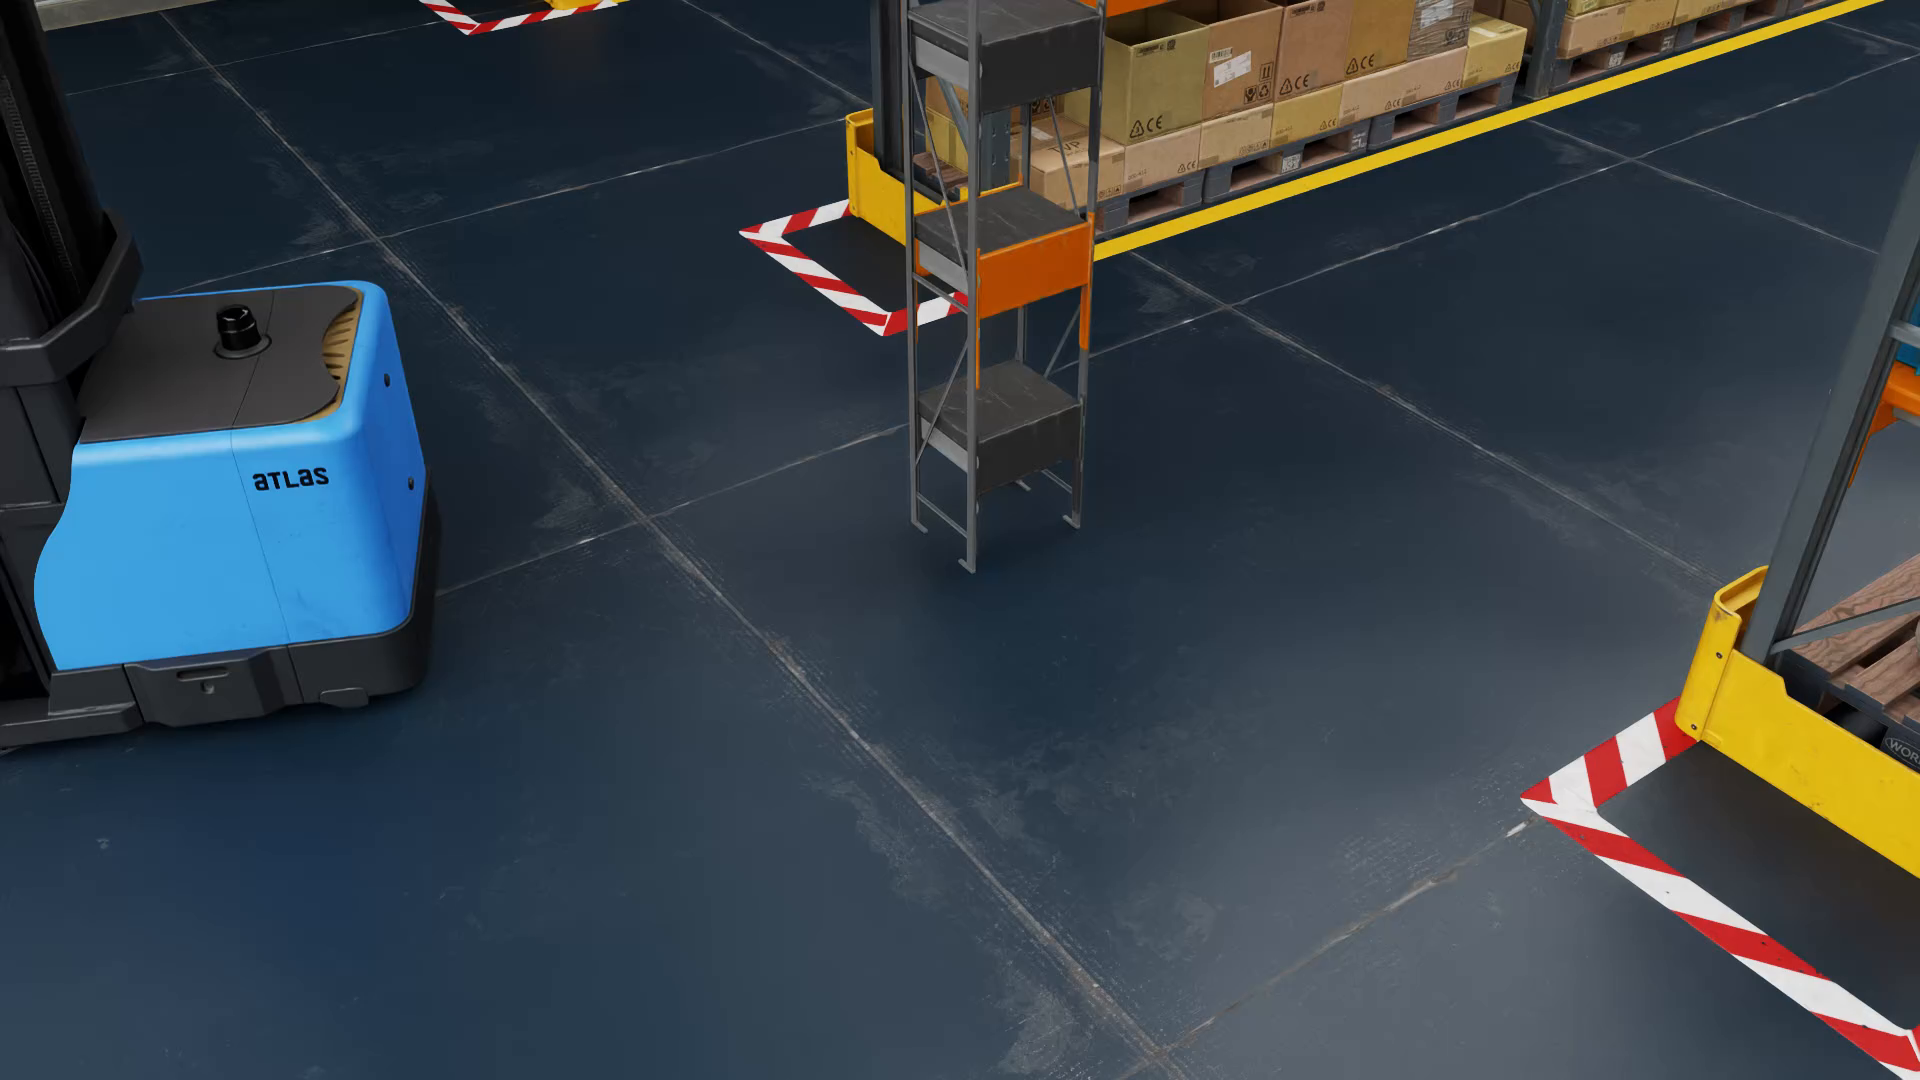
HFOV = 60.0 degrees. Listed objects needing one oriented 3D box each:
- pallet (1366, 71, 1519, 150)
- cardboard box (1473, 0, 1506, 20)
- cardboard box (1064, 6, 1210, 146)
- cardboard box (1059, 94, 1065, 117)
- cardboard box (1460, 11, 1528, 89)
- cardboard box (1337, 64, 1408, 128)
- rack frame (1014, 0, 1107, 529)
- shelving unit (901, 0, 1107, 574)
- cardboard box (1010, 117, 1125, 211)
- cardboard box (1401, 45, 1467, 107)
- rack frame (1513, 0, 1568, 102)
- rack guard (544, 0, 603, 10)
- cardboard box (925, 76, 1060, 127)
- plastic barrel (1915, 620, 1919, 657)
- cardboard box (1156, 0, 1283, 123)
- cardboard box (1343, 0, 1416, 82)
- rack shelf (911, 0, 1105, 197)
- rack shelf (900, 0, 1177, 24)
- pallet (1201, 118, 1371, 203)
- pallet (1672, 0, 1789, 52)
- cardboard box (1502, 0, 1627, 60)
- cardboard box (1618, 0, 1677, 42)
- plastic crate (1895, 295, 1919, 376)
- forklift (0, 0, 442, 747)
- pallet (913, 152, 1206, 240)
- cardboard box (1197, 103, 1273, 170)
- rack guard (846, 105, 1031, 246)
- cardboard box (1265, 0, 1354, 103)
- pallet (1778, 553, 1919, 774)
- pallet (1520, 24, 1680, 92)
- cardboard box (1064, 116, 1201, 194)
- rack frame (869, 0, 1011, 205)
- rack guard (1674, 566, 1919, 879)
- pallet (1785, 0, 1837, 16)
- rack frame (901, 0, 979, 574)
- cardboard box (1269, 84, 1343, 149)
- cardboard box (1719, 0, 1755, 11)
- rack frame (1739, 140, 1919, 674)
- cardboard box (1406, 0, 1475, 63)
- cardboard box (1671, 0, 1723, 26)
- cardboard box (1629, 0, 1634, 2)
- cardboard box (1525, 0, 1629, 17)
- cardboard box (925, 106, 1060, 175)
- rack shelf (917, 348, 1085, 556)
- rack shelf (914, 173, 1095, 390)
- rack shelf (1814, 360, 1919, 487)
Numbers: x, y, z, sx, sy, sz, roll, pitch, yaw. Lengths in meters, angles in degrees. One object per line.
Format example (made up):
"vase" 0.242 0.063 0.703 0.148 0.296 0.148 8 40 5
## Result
"pallet" 2.493 -2.693 9.813 1.213 0.211 1.003 -22 41 -28
"cardboard box" 3.339 -3.404 10.409 0.500 0.250 0.500 -23 42 -28
"cardboard box" 0.871 -2.329 8.272 0.500 0.500 0.500 -22 41 -28
"cardboard box" 0.567 -2.276 8.841 0.500 0.250 0.500 -22 41 -28
"cardboard box" 2.914 -2.866 9.661 0.500 0.250 0.500 -22 41 -28
"cardboard box" 2.099 -2.527 9.190 0.500 0.250 0.500 -22 41 -28
"rack frame" 0.335 -0.990 5.828 0.015 2.100 0.400 -22 41 -28
"shelving unit" 0.135 -0.908 5.714 0.503 2.100 0.431 -22 41 -28
"cardboard box" 0.464 -1.855 8.256 0.500 0.250 0.500 -22 41 -28
"cardboard box" 2.499 -2.702 9.434 0.500 0.250 0.500 -22 41 -28
"rack frame" 3.167 -4.072 9.343 0.127 3.000 1.000 -22 41 -28
"rack guard" -2.897 -4.100 11.523 0.348 0.500 1.175 -22 41 -28
"cardboard box" 0.164 -2.408 8.382 0.500 0.500 0.500 -22 41 -28
"plastic barrel" 3.242 0.220 5.146 0.421 0.512 0.421 0 36 0
"cardboard box" 1.273 -2.503 8.514 0.500 0.500 0.500 -22 41 -28
"cardboard box" 2.092 -2.838 8.980 0.500 0.500 0.500 -22 41 -28
"rack shelf" 0.135 -1.465 5.314 0.480 0.518 0.431 -22 41 -28
"rack shelf" 1.532 -3.107 8.617 4.000 0.370 1.077 -22 41 -28
"pallet" 1.495 -2.280 9.239 1.213 0.211 1.003 -22 41 -28
"pallet" 4.745 -3.619 11.101 1.213 0.211 1.003 -22 41 -28
"cardboard box" 3.639 -3.144 10.047 0.500 0.250 0.500 -23 42 -29
"cardboard box" 4.058 -3.315 10.285 0.500 0.250 0.500 -21 41 -27
"plastic crate" 2.984 -0.612 4.659 0.616 0.251 0.499 -22 41 -28
"forklift" -3.339 -0.775 4.817 3.031 2.935 1.130 -6 36 -9
"pallet" 0.498 -1.872 8.672 1.213 0.211 1.003 -22 41 -28
"cardboard box" 1.279 -2.193 8.725 0.500 0.250 0.500 -22 41 -28
"rack guard" -0.122 -1.704 8.191 0.348 0.500 1.175 -22 41 -28
"cardboard box" 1.691 -2.663 8.736 0.500 0.500 0.500 -22 41 -28
"pallet" 3.450 0.452 5.441 1.213 0.211 1.003 -22 41 -28
"pallet" 3.747 -3.206 10.527 1.213 0.211 1.003 -22 41 -28
"cardboard box" 0.870 -2.025 8.492 0.500 0.250 0.500 -22 41 -28
"rack frame" -0.103 -2.727 7.472 0.127 3.000 1.000 -22 41 -28
"rack guard" 2.783 0.605 4.980 0.348 0.500 1.175 -22 41 -28
"pallet" 5.741 -4.027 11.669 1.213 0.211 1.003 -22 41 -28
"rack frame" -0.064 -0.826 5.600 0.015 2.100 0.400 -22 41 -28
"cardboard box" 1.691 -2.359 8.956 0.500 0.250 0.500 -22 41 -28
"cardboard box" 4.896 -3.661 10.767 0.500 0.250 0.500 -22 41 -27
"rack frame" 2.748 -0.361 4.183 0.127 3.000 1.000 -22 41 -28
"cardboard box" 2.498 -3.008 9.216 0.500 0.500 0.500 -22 41 -28
"cardboard box" 4.480 -3.491 10.530 0.500 0.250 0.500 -24 42 -29
"cardboard box" 4.060 -3.540 10.118 0.500 0.311 0.500 -23 42 -28
"cardboard box" 3.648 -3.374 9.887 0.500 0.311 0.500 -22 41 -28
"cardboard box" 0.165 -2.102 8.599 0.500 0.250 0.500 -22 41 -28
"rack shelf" 0.135 -0.329 6.131 0.480 0.518 0.431 -22 41 -28
"rack shelf" 0.135 -0.897 5.722 0.480 0.518 0.431 -22 41 -28
"rack shelf" 4.382 -0.742 5.329 4.000 0.370 1.077 -22 41 -28
